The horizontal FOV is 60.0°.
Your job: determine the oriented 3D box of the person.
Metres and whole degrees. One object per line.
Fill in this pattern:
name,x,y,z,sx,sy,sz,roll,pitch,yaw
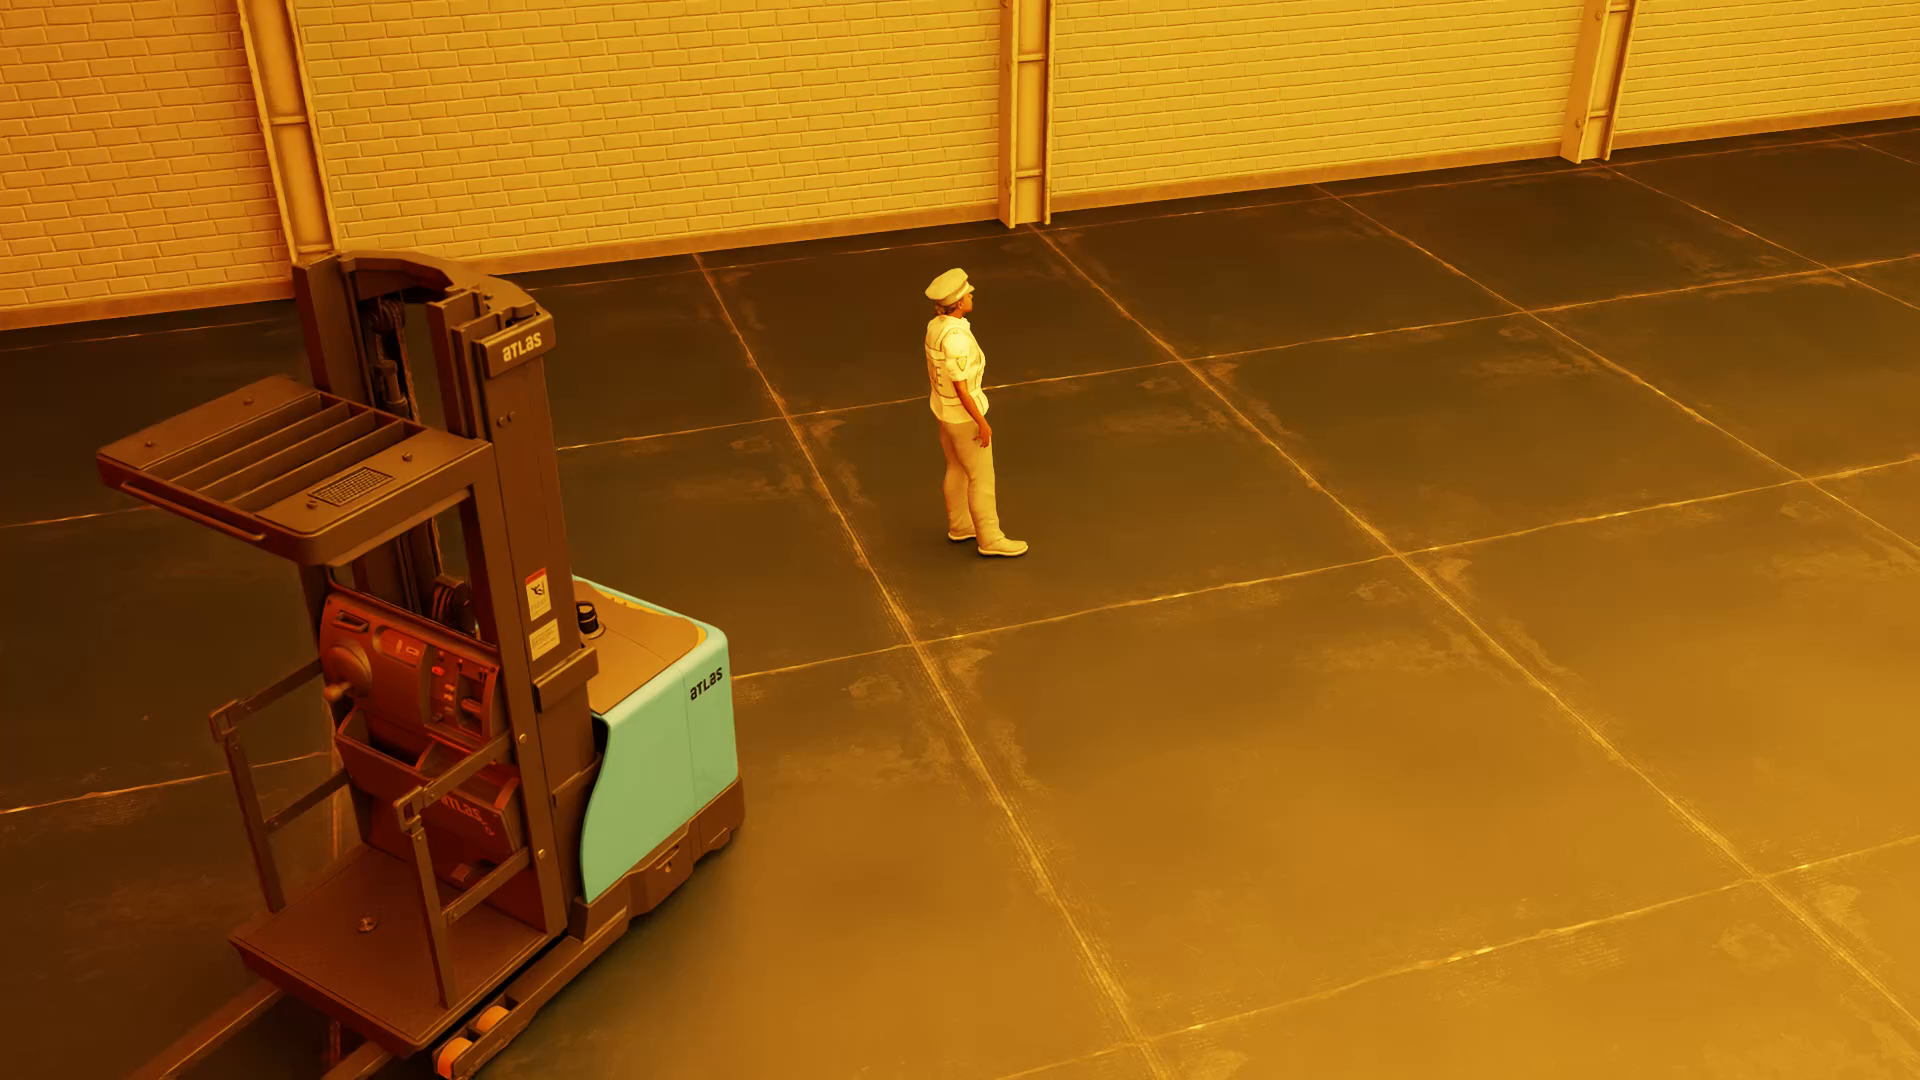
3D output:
person,0.080,-0.738,9.595,0.530,1.695,0.548,-10,31,-16

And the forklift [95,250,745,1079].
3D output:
forklift,-2.197,0.549,6.133,1.130,2.935,3.031,17,34,27
